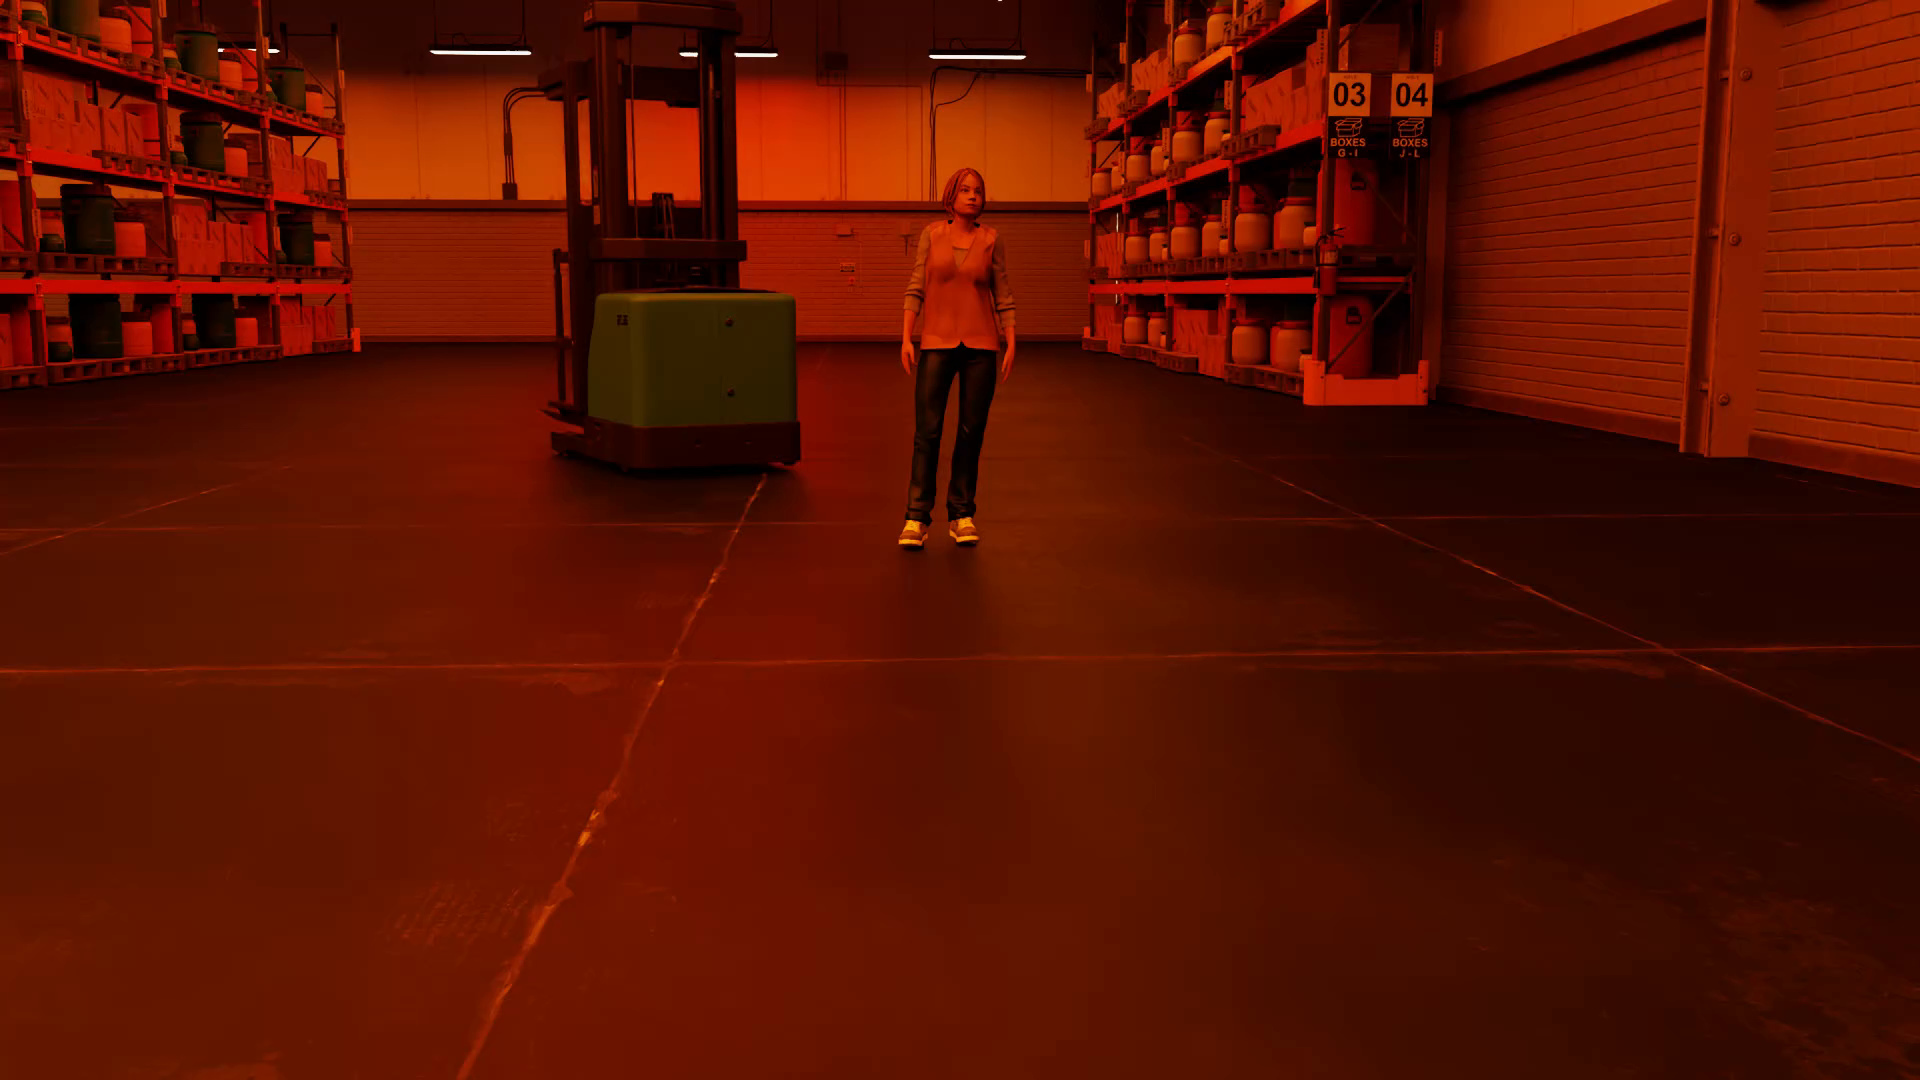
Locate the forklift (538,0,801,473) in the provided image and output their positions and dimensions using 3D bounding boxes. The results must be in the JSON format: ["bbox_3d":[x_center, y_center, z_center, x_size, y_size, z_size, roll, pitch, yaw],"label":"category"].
[{"bbox_3d":[-2.088,-2.016,10.908,1.130,2.935,3.031,-4,9,-27],"label":"forklift"}]

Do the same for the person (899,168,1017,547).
[{"bbox_3d":[-0.010,-0.787,7.117,0.520,1.599,0.473,-1,8,-4],"label":"person"}]
